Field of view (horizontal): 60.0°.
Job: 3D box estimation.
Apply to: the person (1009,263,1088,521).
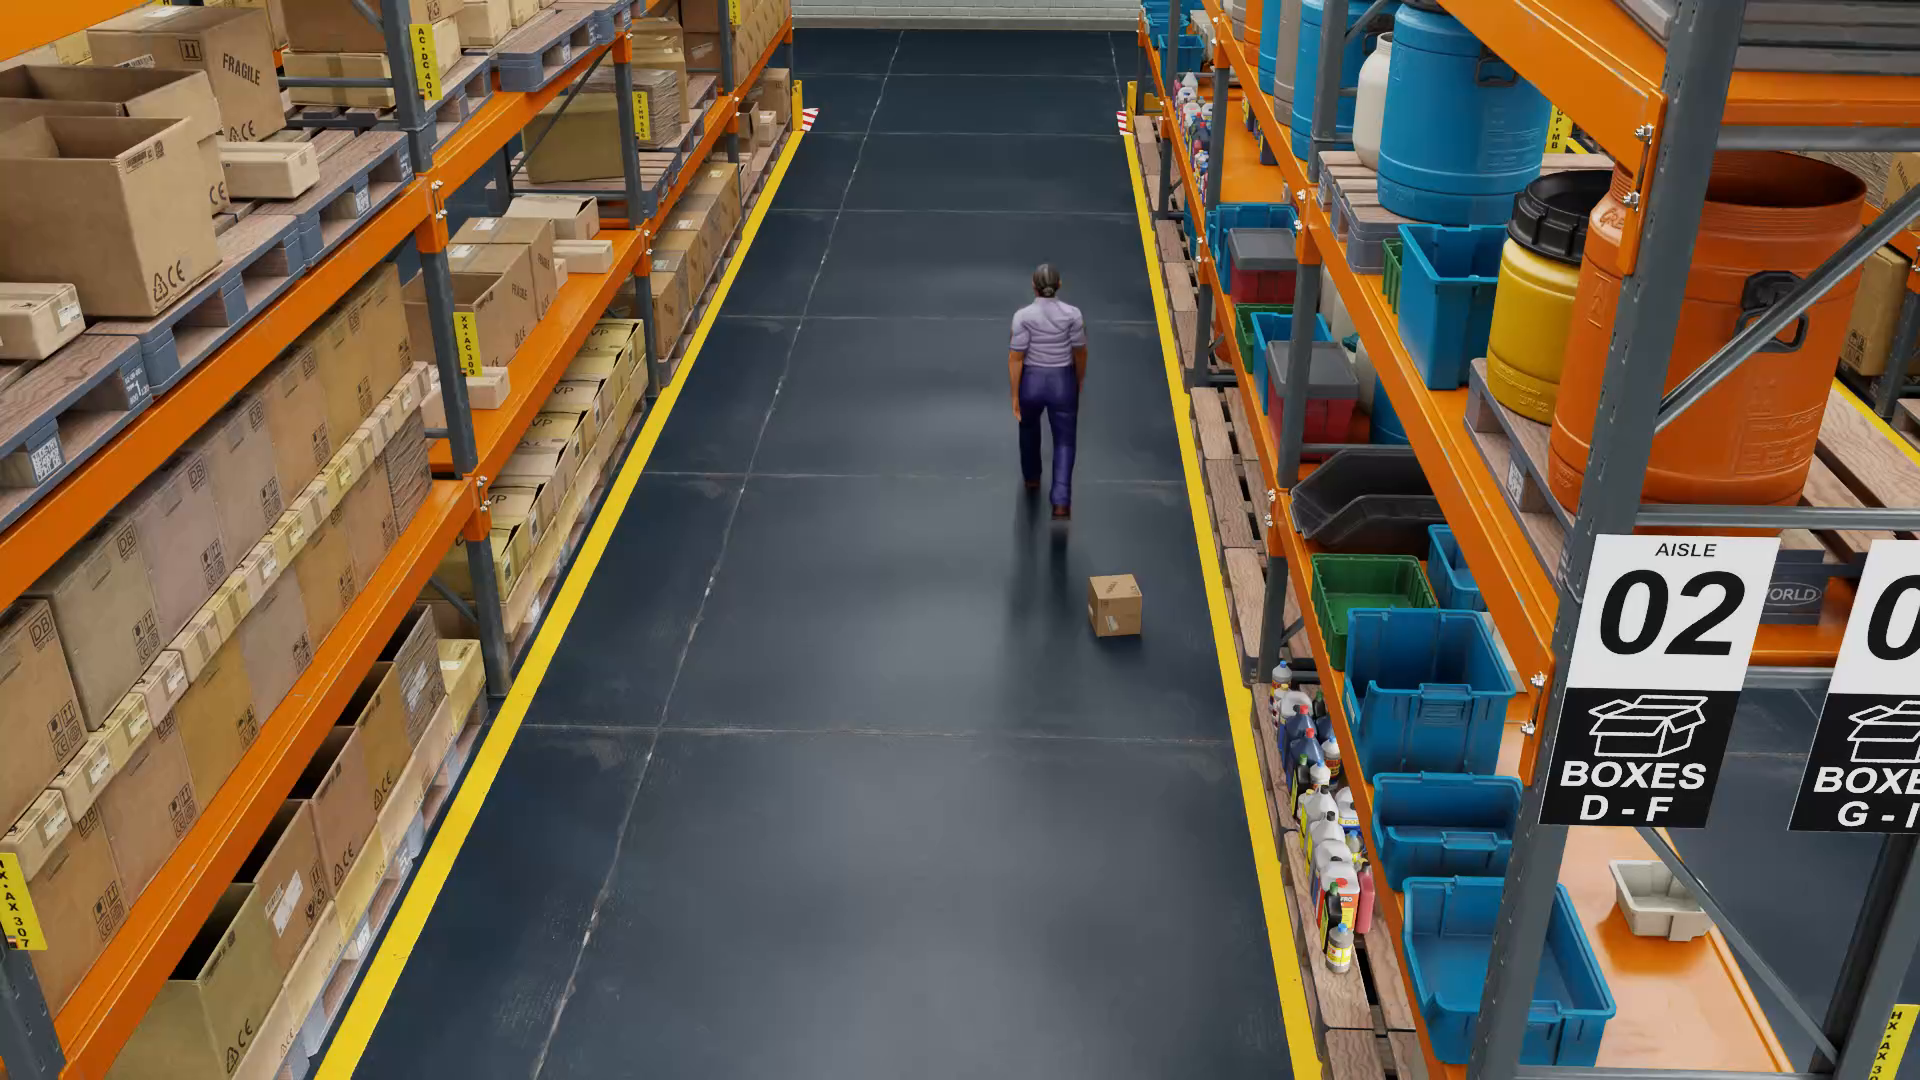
[{"bbox_3d":[0.546,-0.942,10.394,0.483,1.591,1.012,2,28,4],"label":"person"}]
